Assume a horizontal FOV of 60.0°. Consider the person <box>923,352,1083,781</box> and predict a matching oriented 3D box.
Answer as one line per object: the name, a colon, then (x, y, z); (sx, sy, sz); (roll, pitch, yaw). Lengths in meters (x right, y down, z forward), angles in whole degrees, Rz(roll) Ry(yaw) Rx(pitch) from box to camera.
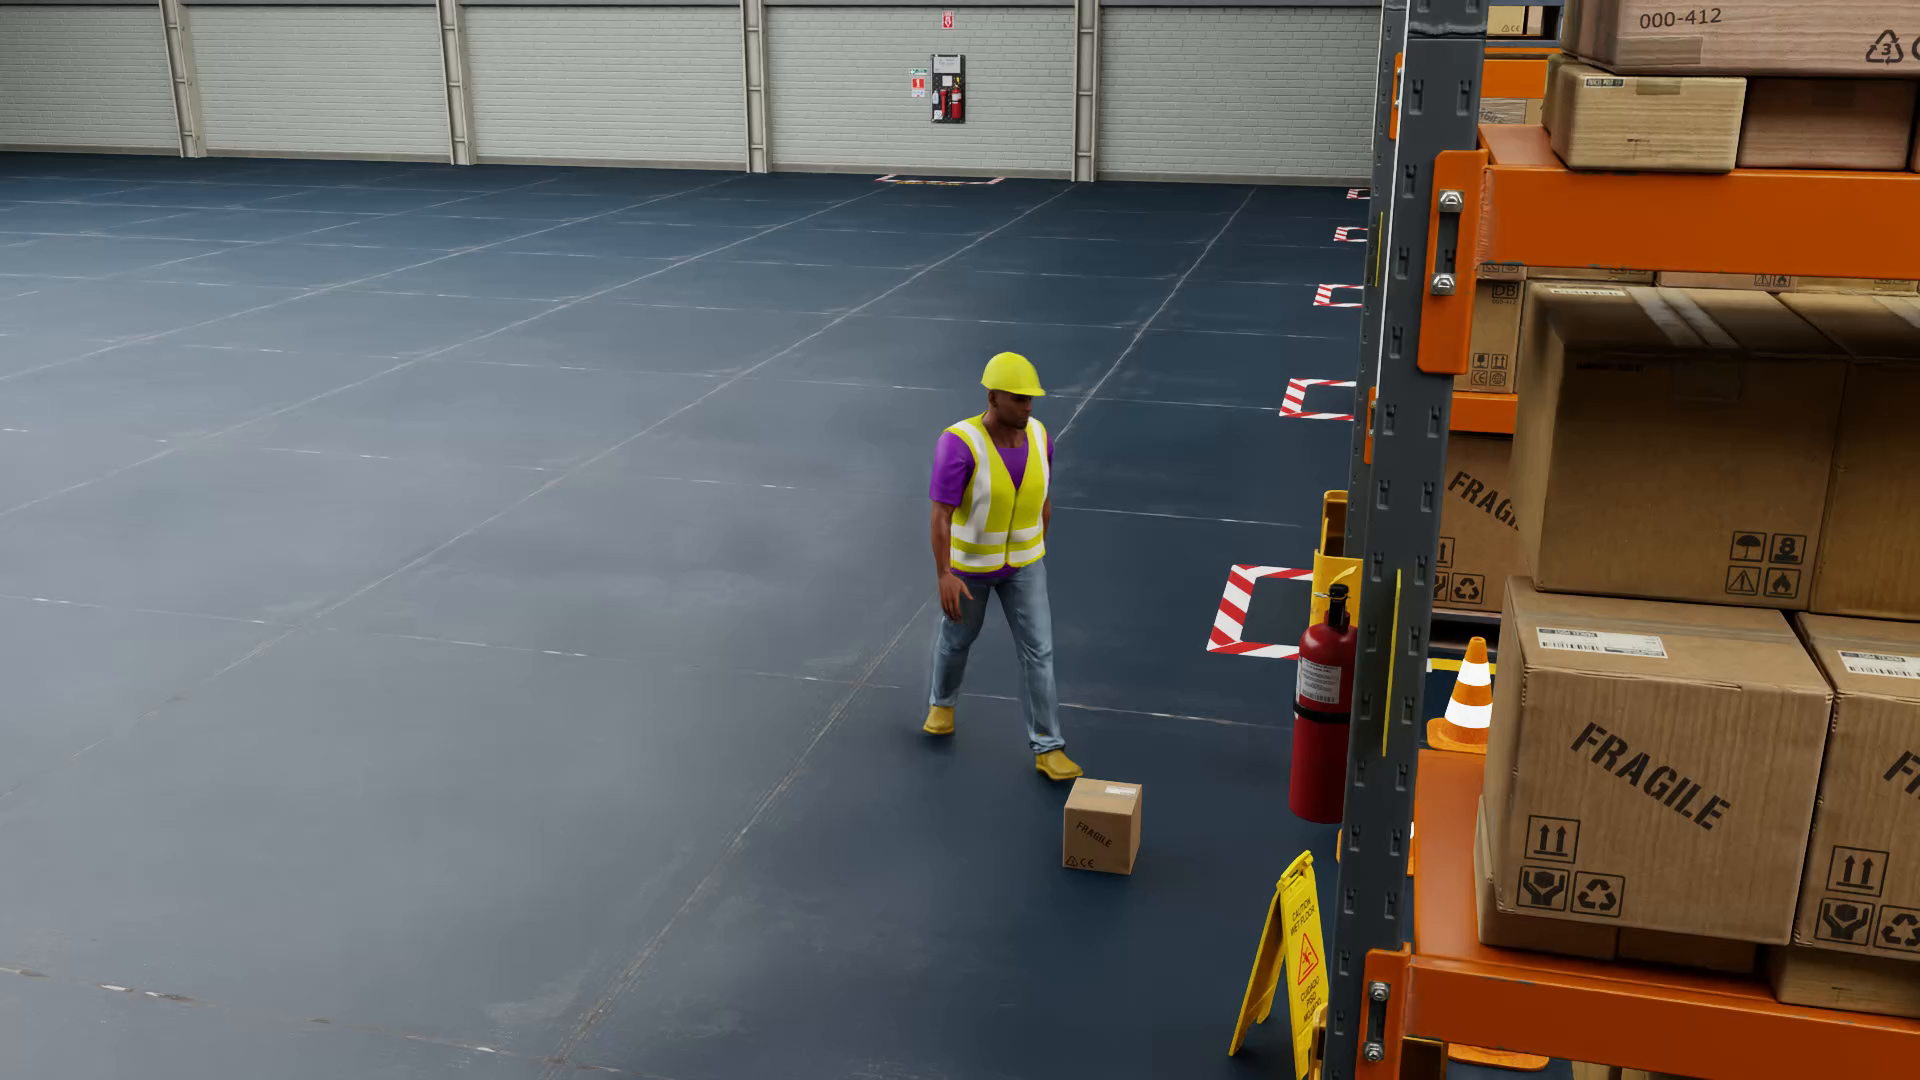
person: (0.138, 0.091, 6.763); (0.582, 1.735, 0.925); (-6, 19, -19)
